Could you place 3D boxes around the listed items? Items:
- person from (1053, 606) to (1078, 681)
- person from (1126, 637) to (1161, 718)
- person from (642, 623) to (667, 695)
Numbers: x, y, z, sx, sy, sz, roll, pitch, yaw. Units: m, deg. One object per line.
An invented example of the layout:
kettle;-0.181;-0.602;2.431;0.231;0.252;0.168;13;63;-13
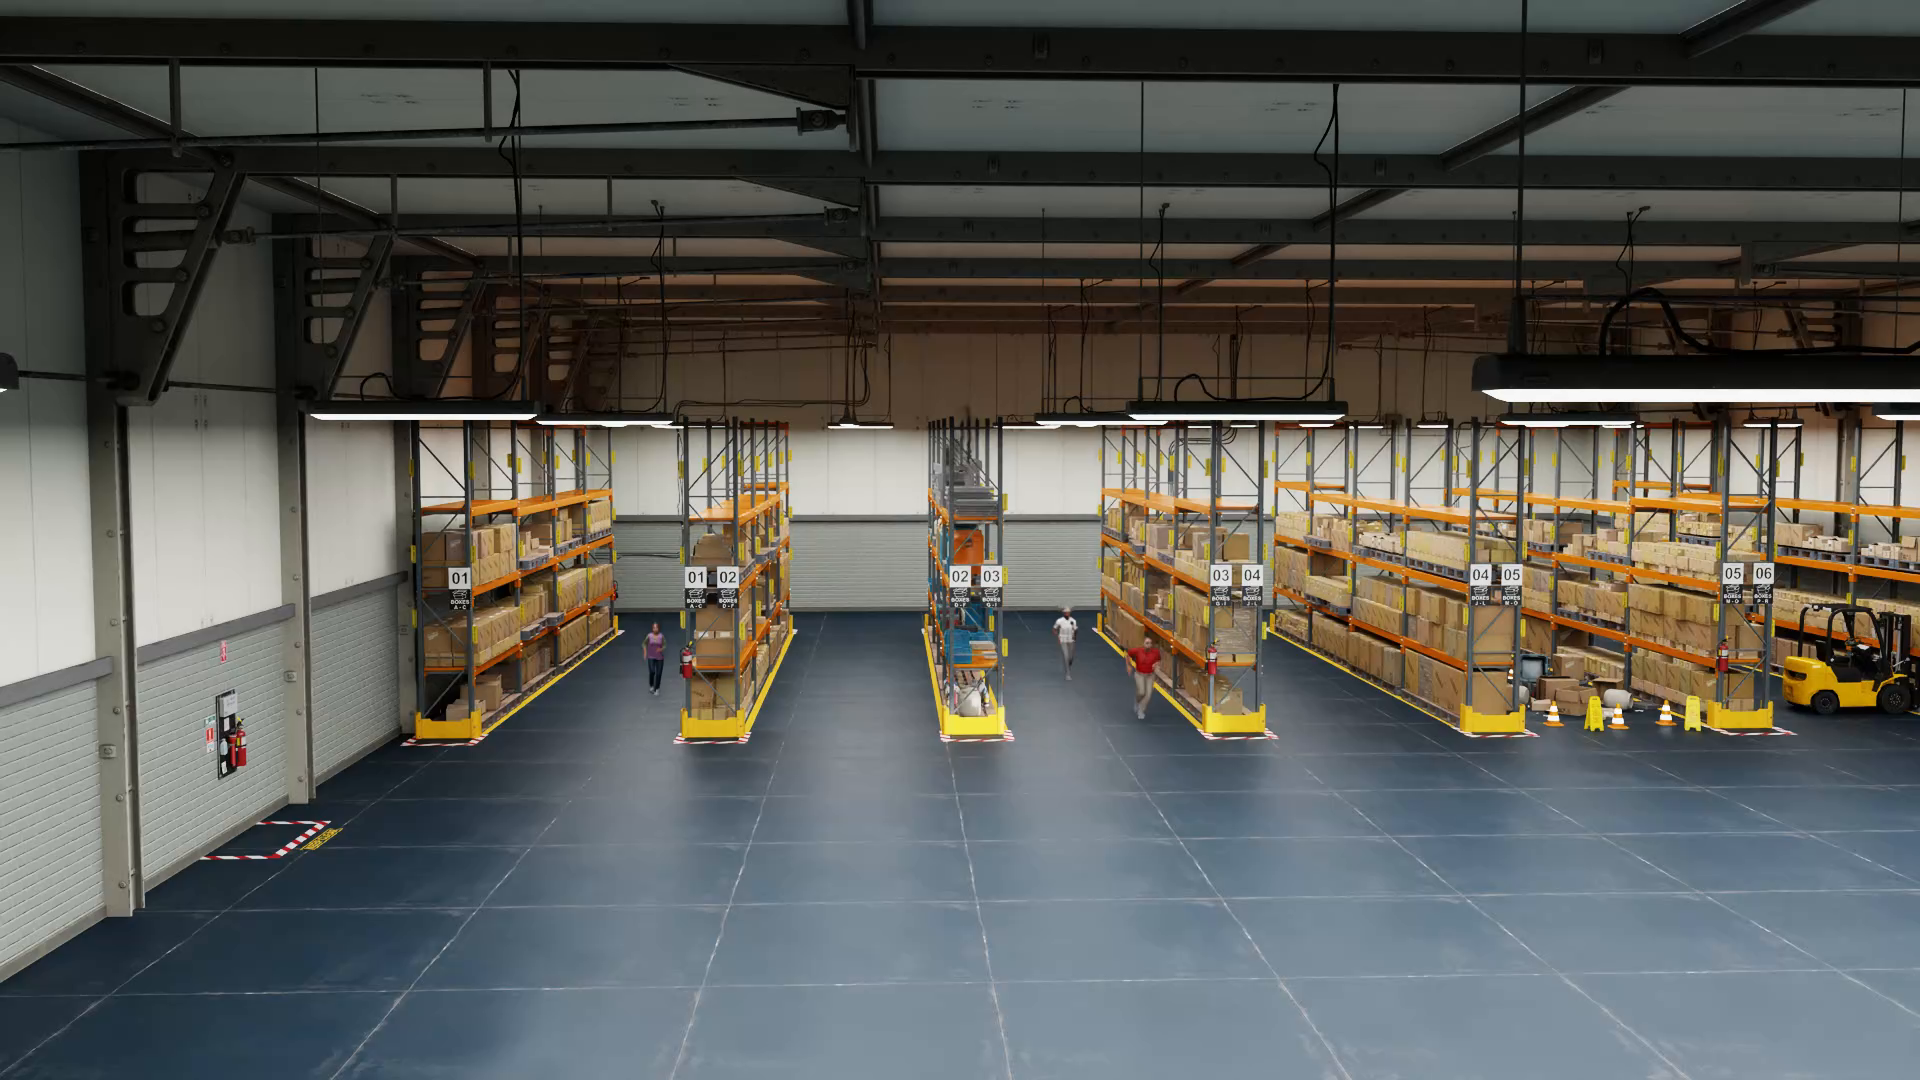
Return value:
person;2.457;2.371;38.560;0.585;1.695;0.727;-1;4;-10
person;3.674;2.743;33.060;0.648;1.648;0.773;-1;4;-13
person;-6.592;2.582;35.936;0.504;1.549;0.633;-1;4;-14
